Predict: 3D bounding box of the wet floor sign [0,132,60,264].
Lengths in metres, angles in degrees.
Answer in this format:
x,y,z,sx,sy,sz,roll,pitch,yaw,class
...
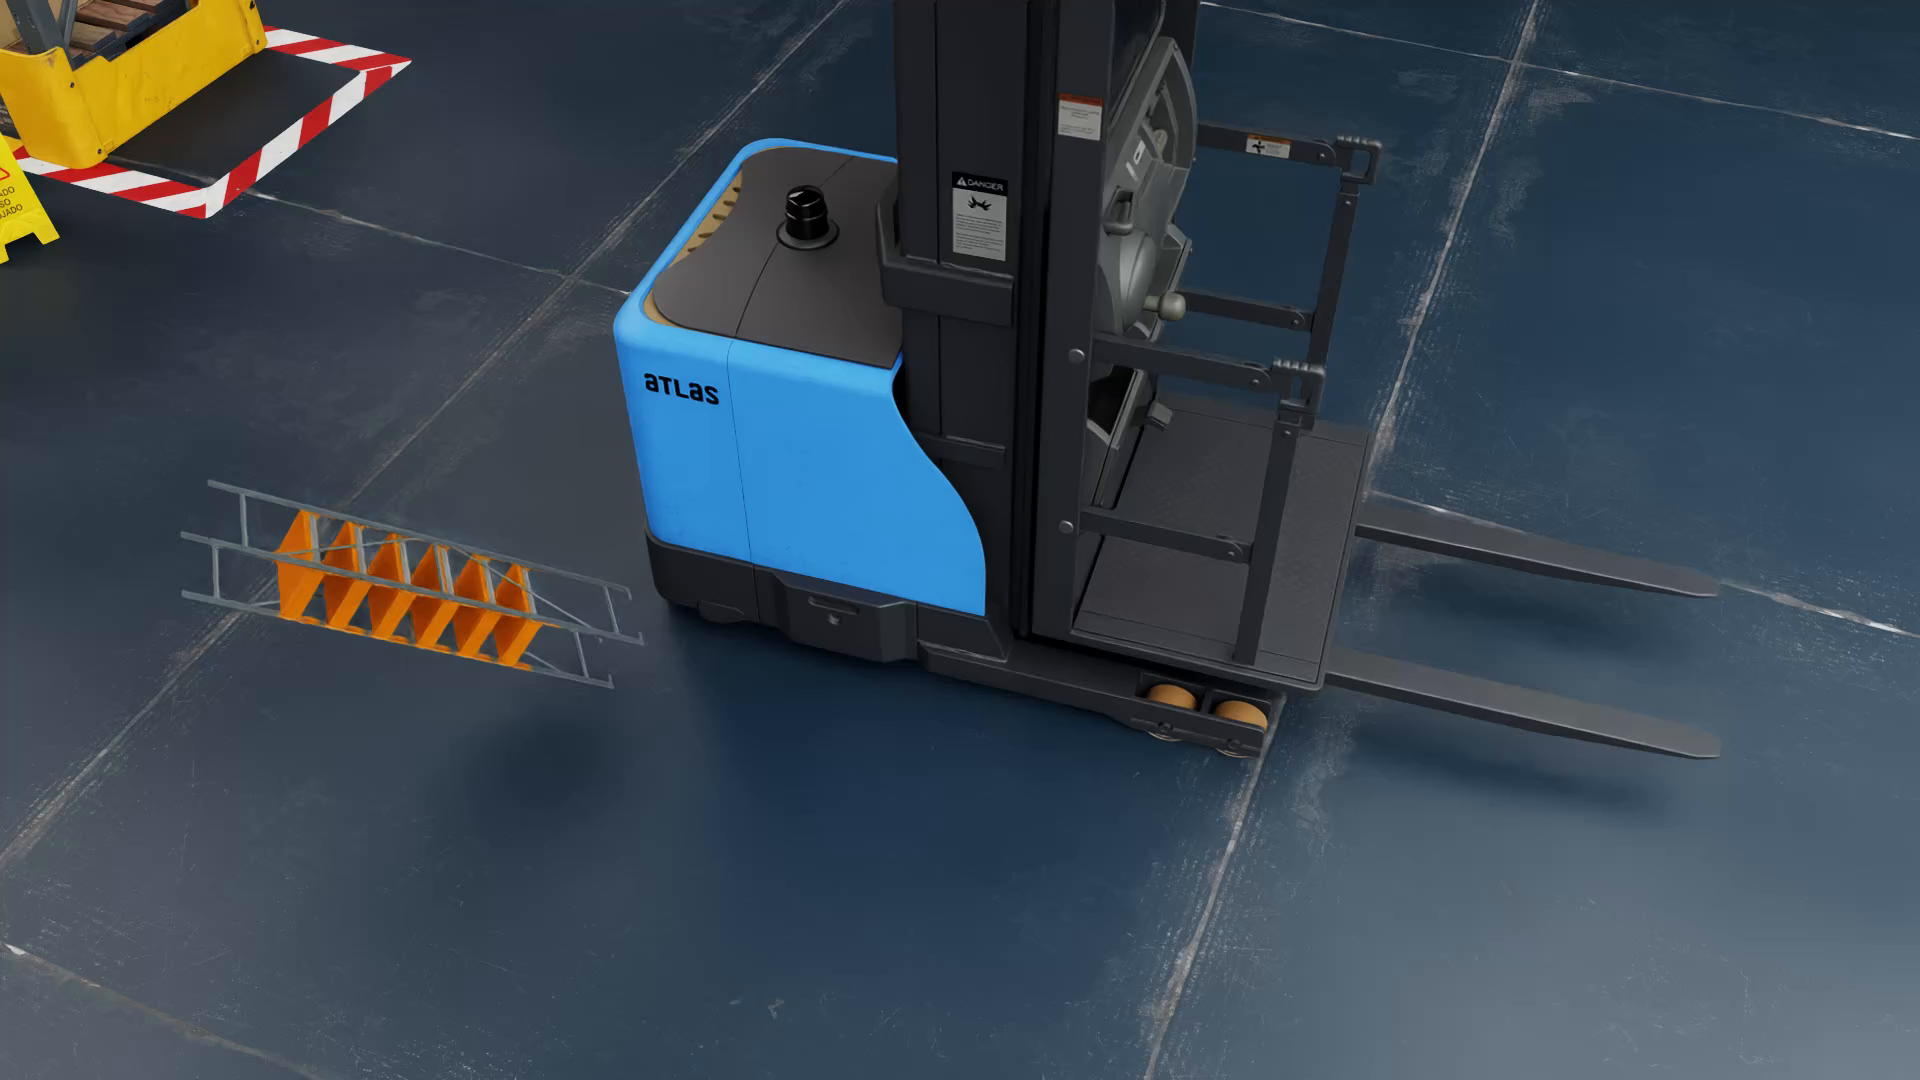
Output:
x,y,z,sx,sy,sz,roll,pitch,yaw,class
-3.651,-1.381,6.180,0.232,0.644,0.267,33,54,29,wet floor sign

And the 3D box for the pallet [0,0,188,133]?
x,y,z,sx,sy,sz,roll,pitch,yaw,class
-4.221,-2.239,7.351,1.213,0.211,1.003,16,47,16,pallet

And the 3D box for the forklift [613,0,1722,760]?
x,y,z,sx,sy,sz,roll,pitch,yaw,class
0.652,-0.855,4.031,3.031,2.935,1.130,12,46,12,forklift

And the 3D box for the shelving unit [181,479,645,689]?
x,y,z,sx,sy,sz,roll,pitch,yaw,class
-1.442,0.139,4.486,1.200,0.189,0.258,18,32,-38,shelving unit

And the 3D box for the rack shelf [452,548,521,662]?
x,y,z,sx,sy,sz,roll,pitch,yaw,class
-1.318,0.179,4.586,0.103,0.180,0.258,18,32,-38,rack shelf

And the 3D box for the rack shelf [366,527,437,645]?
x,y,z,sx,sy,sz,roll,pitch,yaw,class
-1.499,0.121,4.440,0.103,0.180,0.258,18,32,-38,rack shelf

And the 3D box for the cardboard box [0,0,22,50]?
x,y,z,sx,sy,sz,roll,pitch,yaw,class
-4.286,-2.189,6.975,0.500,0.250,0.500,16,47,16,cardboard box

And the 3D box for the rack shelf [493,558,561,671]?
x,y,z,sx,sy,sz,roll,pitch,yaw,class
-1.227,0.208,4.659,0.103,0.180,0.258,18,32,-38,rack shelf

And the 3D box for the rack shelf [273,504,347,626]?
x,y,z,sx,sy,sz,roll,pitch,yaw,class
-1.680,0.063,4.294,0.103,0.180,0.258,18,32,-38,rack shelf

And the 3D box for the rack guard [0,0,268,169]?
x,y,z,sx,sy,sz,roll,pitch,yaw,class
-3.484,-2.098,7.004,0.348,0.500,1.175,16,47,16,rack guard

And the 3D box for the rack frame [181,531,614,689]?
x,y,z,sx,sy,sz,roll,pitch,yaw,class
-1.494,0.204,4.525,1.200,0.006,0.240,18,32,-38,rack frame

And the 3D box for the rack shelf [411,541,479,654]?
x,y,z,sx,sy,sz,roll,pitch,yaw,class
-1.408,0.150,4.513,0.103,0.180,0.258,18,32,-38,rack shelf

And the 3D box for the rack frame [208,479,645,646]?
x,y,z,sx,sy,sz,roll,pitch,yaw,class
-1.390,0.075,4.447,1.200,0.006,0.240,18,32,-38,rack frame

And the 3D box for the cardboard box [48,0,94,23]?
x,y,z,sx,sy,sz,roll,pitch,yaw,class
-4.052,-2.537,7.325,0.500,0.250,0.500,16,47,16,cardboard box

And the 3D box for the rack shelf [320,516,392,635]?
x,y,z,sx,sy,sz,roll,pitch,yaw,class
-1.590,0.092,4.367,0.103,0.180,0.258,18,32,-38,rack shelf

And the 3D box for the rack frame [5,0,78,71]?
x,y,z,sx,sy,sz,roll,pitch,yaw,class
-3.414,-2.964,6.102,0.127,3.000,1.000,16,47,16,rack frame
